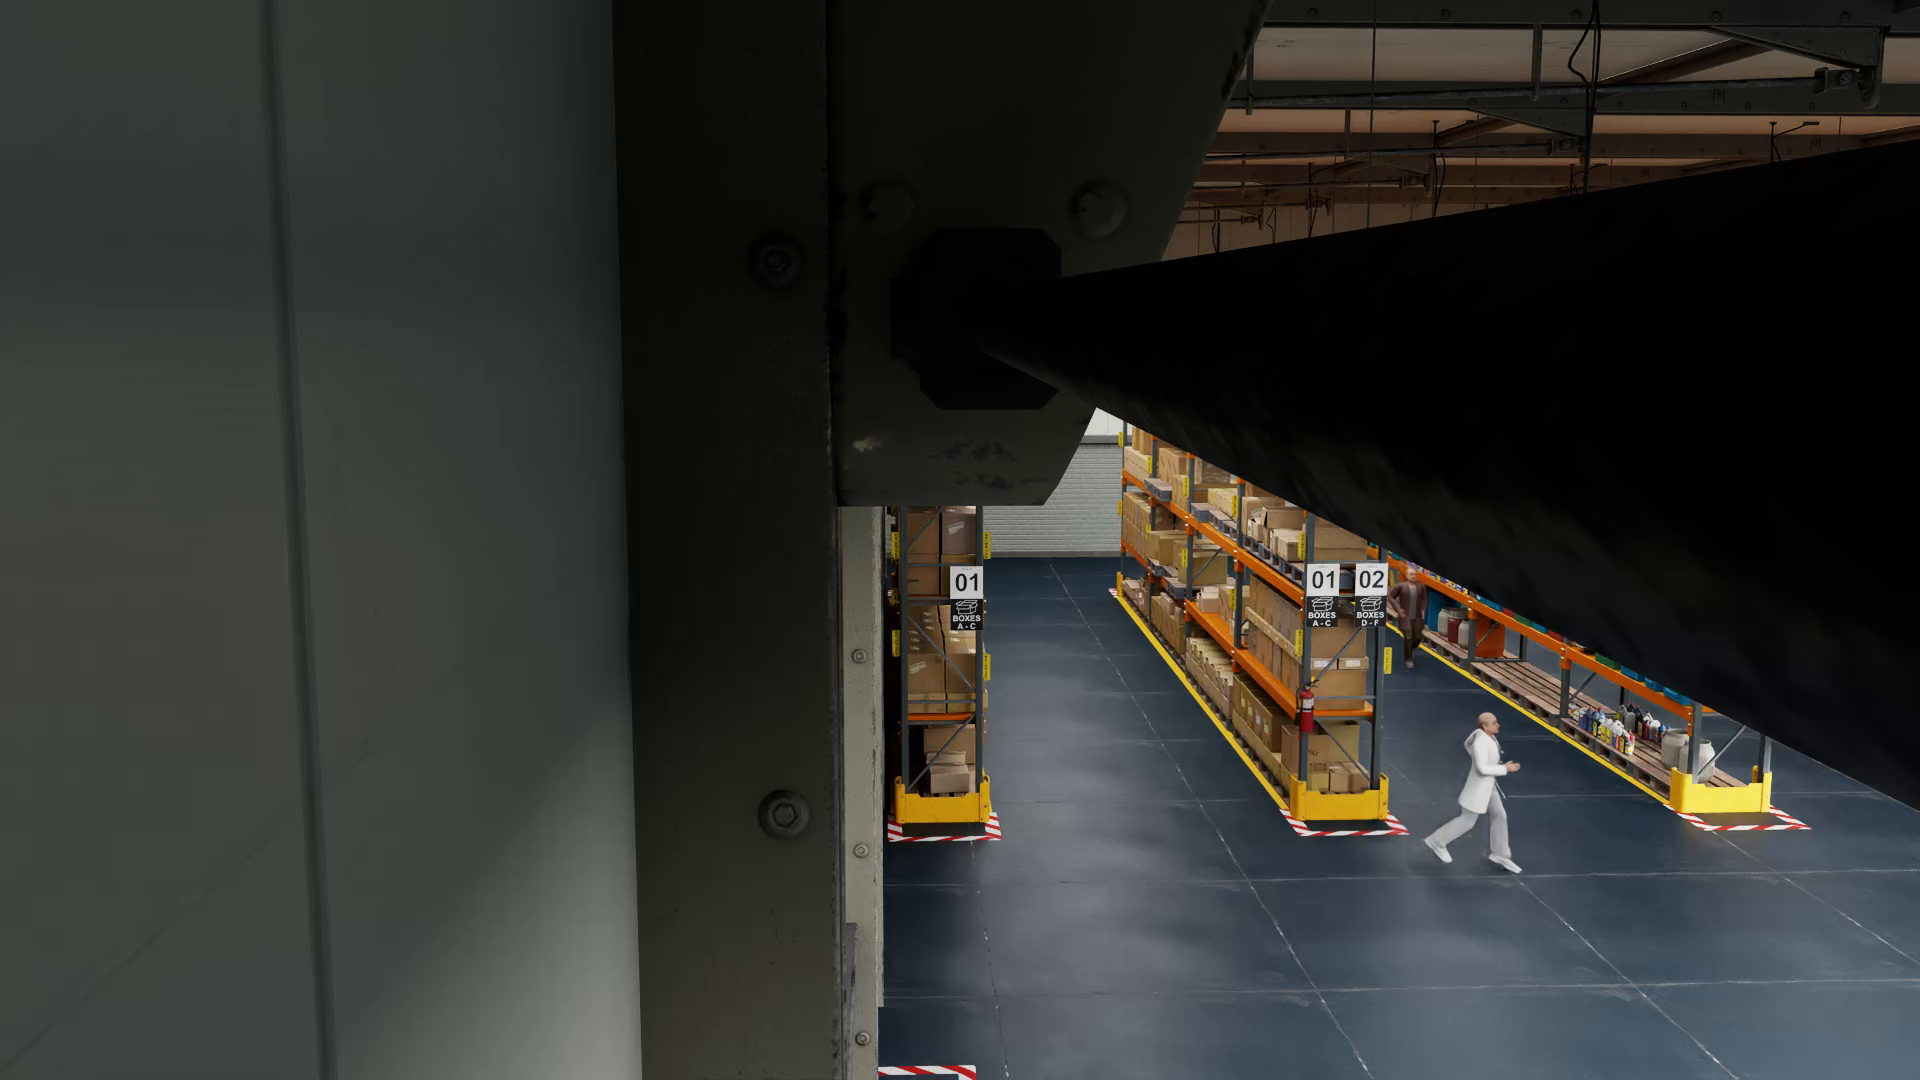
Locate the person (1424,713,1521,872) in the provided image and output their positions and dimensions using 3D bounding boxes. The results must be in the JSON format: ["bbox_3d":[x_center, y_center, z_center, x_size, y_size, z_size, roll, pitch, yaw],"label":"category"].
[{"bbox_3d":[5.829,2.823,18.780,1.041,1.817,0.726,4,9,26],"label":"person"}]

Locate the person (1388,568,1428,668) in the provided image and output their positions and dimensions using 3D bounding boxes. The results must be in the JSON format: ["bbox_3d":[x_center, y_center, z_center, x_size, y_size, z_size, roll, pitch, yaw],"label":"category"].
[{"bbox_3d":[7.905,1.353,29.354,0.721,1.746,0.639,0,8,-2],"label":"person"}]
